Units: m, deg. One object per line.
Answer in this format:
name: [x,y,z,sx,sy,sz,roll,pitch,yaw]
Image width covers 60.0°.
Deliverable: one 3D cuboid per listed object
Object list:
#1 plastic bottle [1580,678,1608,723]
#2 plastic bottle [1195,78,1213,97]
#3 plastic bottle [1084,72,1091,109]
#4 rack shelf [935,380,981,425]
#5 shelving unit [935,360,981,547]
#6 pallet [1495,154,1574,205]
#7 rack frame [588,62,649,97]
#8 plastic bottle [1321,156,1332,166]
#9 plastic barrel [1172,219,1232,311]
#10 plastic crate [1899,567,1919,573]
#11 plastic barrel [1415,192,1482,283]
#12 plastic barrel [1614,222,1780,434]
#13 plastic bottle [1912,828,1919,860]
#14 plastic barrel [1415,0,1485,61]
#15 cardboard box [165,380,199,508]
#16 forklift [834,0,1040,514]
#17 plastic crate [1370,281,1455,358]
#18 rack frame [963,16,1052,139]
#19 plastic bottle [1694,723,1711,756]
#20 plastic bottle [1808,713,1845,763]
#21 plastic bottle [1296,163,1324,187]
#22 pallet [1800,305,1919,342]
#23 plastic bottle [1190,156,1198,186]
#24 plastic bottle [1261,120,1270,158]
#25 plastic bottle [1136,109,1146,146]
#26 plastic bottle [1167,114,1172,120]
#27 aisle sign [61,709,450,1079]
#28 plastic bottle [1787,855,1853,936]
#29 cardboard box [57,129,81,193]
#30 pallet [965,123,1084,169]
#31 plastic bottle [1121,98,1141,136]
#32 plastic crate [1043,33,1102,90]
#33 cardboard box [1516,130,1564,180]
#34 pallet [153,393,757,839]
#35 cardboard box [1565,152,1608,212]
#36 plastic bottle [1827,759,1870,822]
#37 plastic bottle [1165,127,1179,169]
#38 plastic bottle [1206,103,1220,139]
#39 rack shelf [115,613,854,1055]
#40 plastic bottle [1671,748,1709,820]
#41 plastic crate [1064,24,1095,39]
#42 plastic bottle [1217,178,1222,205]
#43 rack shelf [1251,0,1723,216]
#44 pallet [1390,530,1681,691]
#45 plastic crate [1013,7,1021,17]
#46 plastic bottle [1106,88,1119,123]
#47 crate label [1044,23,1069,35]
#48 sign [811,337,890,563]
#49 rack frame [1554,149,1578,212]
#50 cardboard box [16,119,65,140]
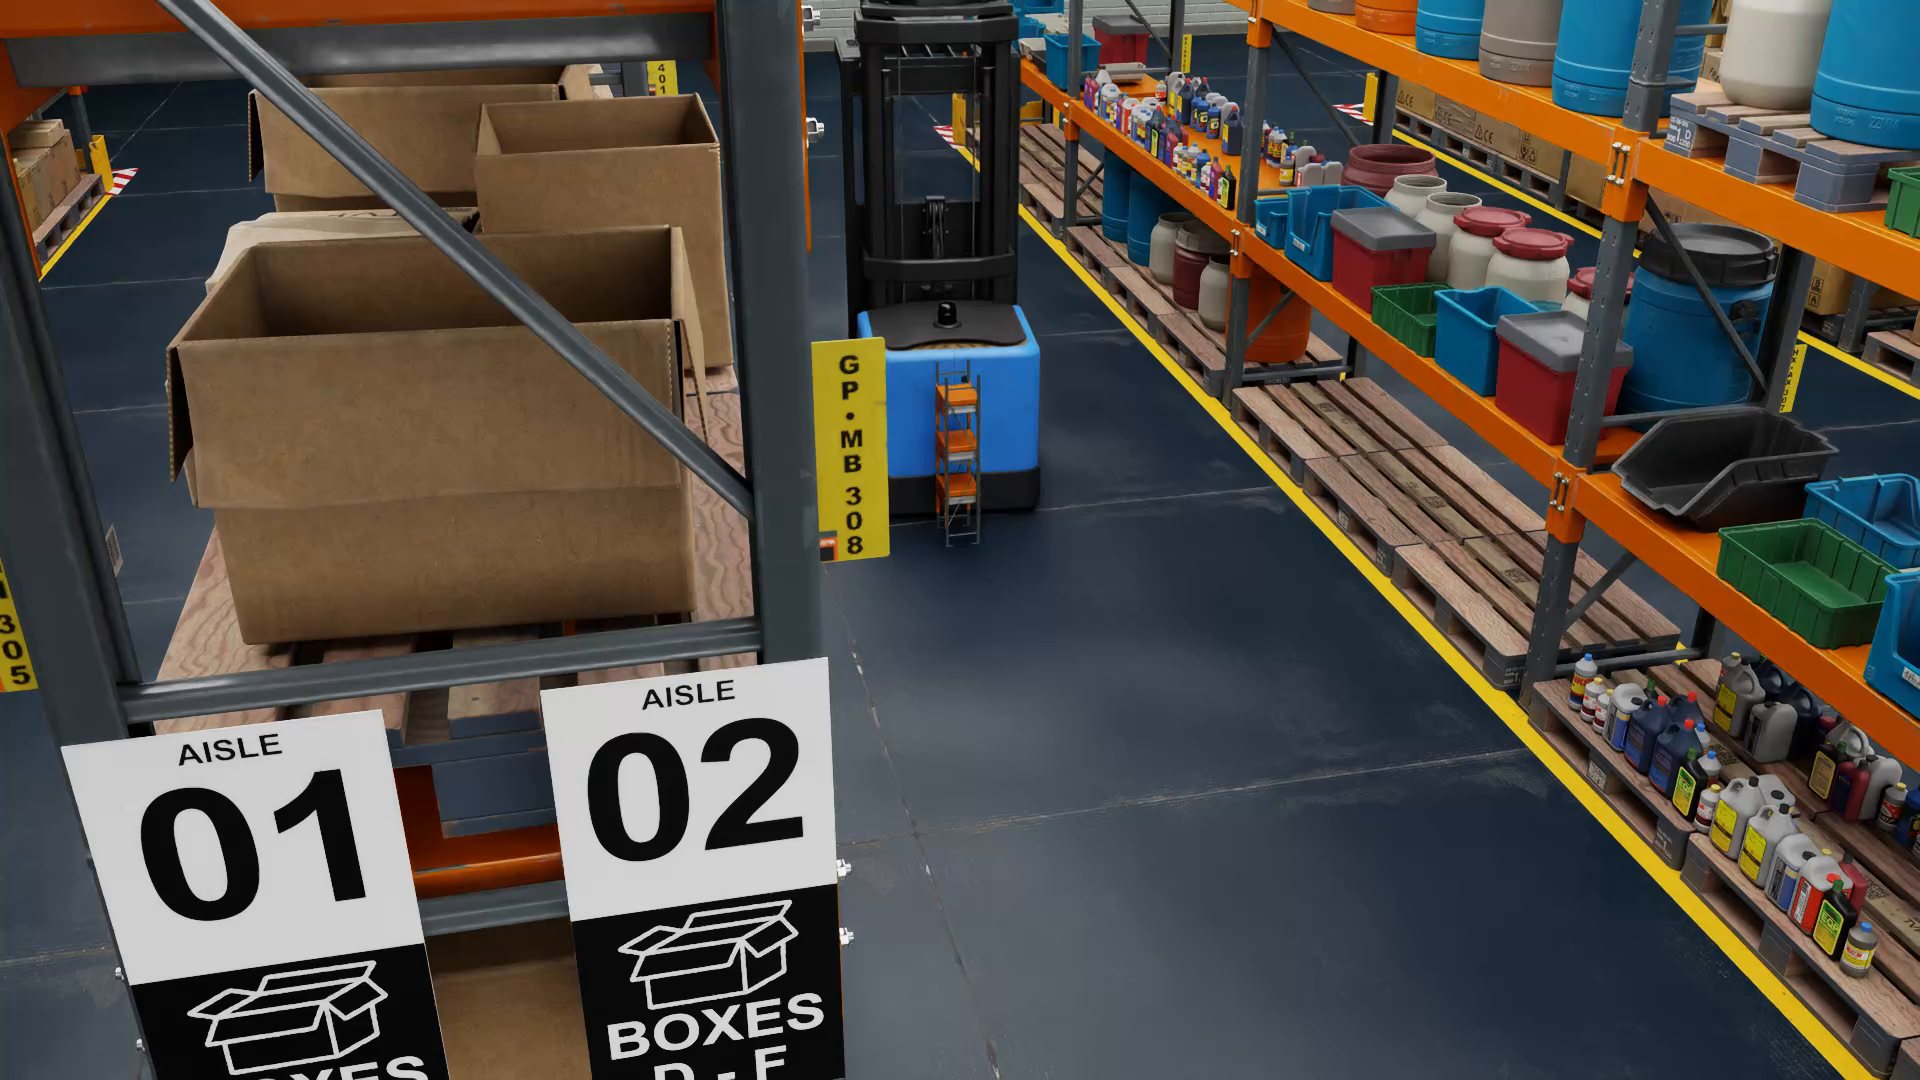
plastic bottle: [2.902,0.724,7.604,0.097,0.201,0.097,0,27,0]
plastic bottle: [1.999,-3.596,13.601,0.144,0.351,0.185,-6,27,-12]
plastic bottle: [1.099,-3.813,14.106,0.061,0.283,0.133,-6,27,-12]
rack shelf: [-0.012,-0.736,9.437,0.215,0.259,0.240,-6,27,-12]
shelving unit: [-0.012,-0.492,9.560,0.215,1.050,0.252,-6,27,-12]
pallet: [6.162,-3.670,16.786,1.003,0.211,1.213,-6,27,-12]
rack frame: [-1.592,-2.735,5.181,1.000,3.000,0.127,-6,27,-12]
plastic bottle: [2.551,-2.533,11.582,0.097,0.271,0.097,0,27,0]
plastic barrel: [1.952,-2.133,12.858,0.600,0.588,0.708,-6,27,-12]
plastic crate: [3.847,0.247,6.224,0.530,0.136,0.437,-6,27,-12]
plastic barrel: [2.868,-1.749,9.762,0.421,0.512,0.421,0,27,0]
plastic barrel: [3.443,-0.982,7.810,0.600,0.901,0.708,-6,27,-12]
plastic bottle: [3.909,1.186,6.689,0.097,0.201,0.097,0,27,0]
plastic barrel: [2.614,-2.896,8.274,0.600,0.901,0.708,-6,27,-12]
cardboard box: [-1.207,-0.301,3.234,0.500,0.250,0.500,-6,27,-12]
forklift: [-0.206,-2.094,10.646,1.130,2.935,3.031,-3,27,-6]
plastic crate: [2.567,-1.199,9.032,0.450,0.188,0.662,-6,27,-12]
rack frame: [0.530,-5.826,17.963,1.000,3.000,0.127,-6,27,-12]
plastic bottle: [3.162,0.912,7.154,0.097,0.271,0.097,0,27,0]
plastic bottle: [3.781,0.864,7.237,0.061,0.283,0.133,-4,27,-8]
plastic bottle: [2.402,-2.466,11.444,0.152,0.276,0.135,-6,27,-12]
pallet: [7.054,-1.926,13.331,1.003,0.211,1.213,-6,27,-12]
plastic bottle: [1.700,-2.641,11.875,0.097,0.201,0.097,0,27,0]
plastic bottle: [2.291,-3.040,12.586,0.097,0.271,0.097,0,27,0]
plastic bottle: [1.425,-3.208,12.920,0.097,0.271,0.097,0,27,0]
plastic bottle: [1.610,-3.138,12.780,0.097,0.271,0.097,0,27,0]
aisle sign: [-0.962,0.598,2.352,0.394,0.787,0.004,-6,27,-12]
plastic bottle: [3.265,1.343,6.295,0.152,0.276,0.135,-6,27,-11]
cardboard box: [-8.867,-3.594,15.850,0.700,0.500,0.500,-6,27,-12]
pallet: [0.678,-4.215,17.866,1.003,0.211,1.213,-6,27,-12]
plastic bottle: [1.373,-3.366,13.227,0.152,0.276,0.135,-6,27,-12]
plastic crate: [0.994,-4.260,14.812,0.392,0.384,0.575,-6,27,-12]
cardboard box: [6.186,-4.109,16.455,0.875,0.875,0.875,-6,27,-12]
pallet: [-0.825,0.087,3.018,1.003,0.211,1.213,-6,27,-12]
cardboard box: [6.421,-3.533,15.312,1.225,0.875,0.875,-6,27,-11]
plastic bottle: [3.706,1.021,6.925,0.061,0.283,0.133,-6,27,-12]
plastic bottle: [1.569,-2.898,12.291,0.061,0.283,0.133,-6,27,-12]
plastic bottle: [1.997,-3.309,13.119,0.097,0.271,0.097,0,27,0]
rack shelf: [-1.141,-0.196,4.279,1.077,0.370,4.000,-6,27,-12]
plastic bottle: [3.051,1.015,6.937,0.061,0.283,0.133,-5,27,-9]
plastic crate: [1.267,-4.733,15.862,0.437,0.282,0.530,-6,27,-12]
plastic bottle: [1.818,-2.412,11.420,0.097,0.201,0.097,0,27,0]
rack shelf: [2.784,-2.454,8.752,1.077,0.370,4.000,-6,27,-12]
pallet: [3.020,0.346,8.830,1.003,0.211,1.213,-6,27,-12]
plastic crate: [0.413,-5.347,17.134,0.416,0.233,0.300,-6,27,-12]
plastic bottle: [1.247,-3.556,13.609,0.097,0.271,0.097,0,27,0]
crate label: [1.028,-5.147,16.844,0.396,0.136,0.243,-6,27,-12]
sign: [-0.149,-0.119,2.269,0.100,0.325,0.005,-6,27,-12]
rack frame: [6.257,-4.573,15.481,1.000,3.000,0.127,-6,27,-12]
cardboard box: [-8.660,-3.846,15.629,0.380,0.149,0.250,-6,27,-12]
